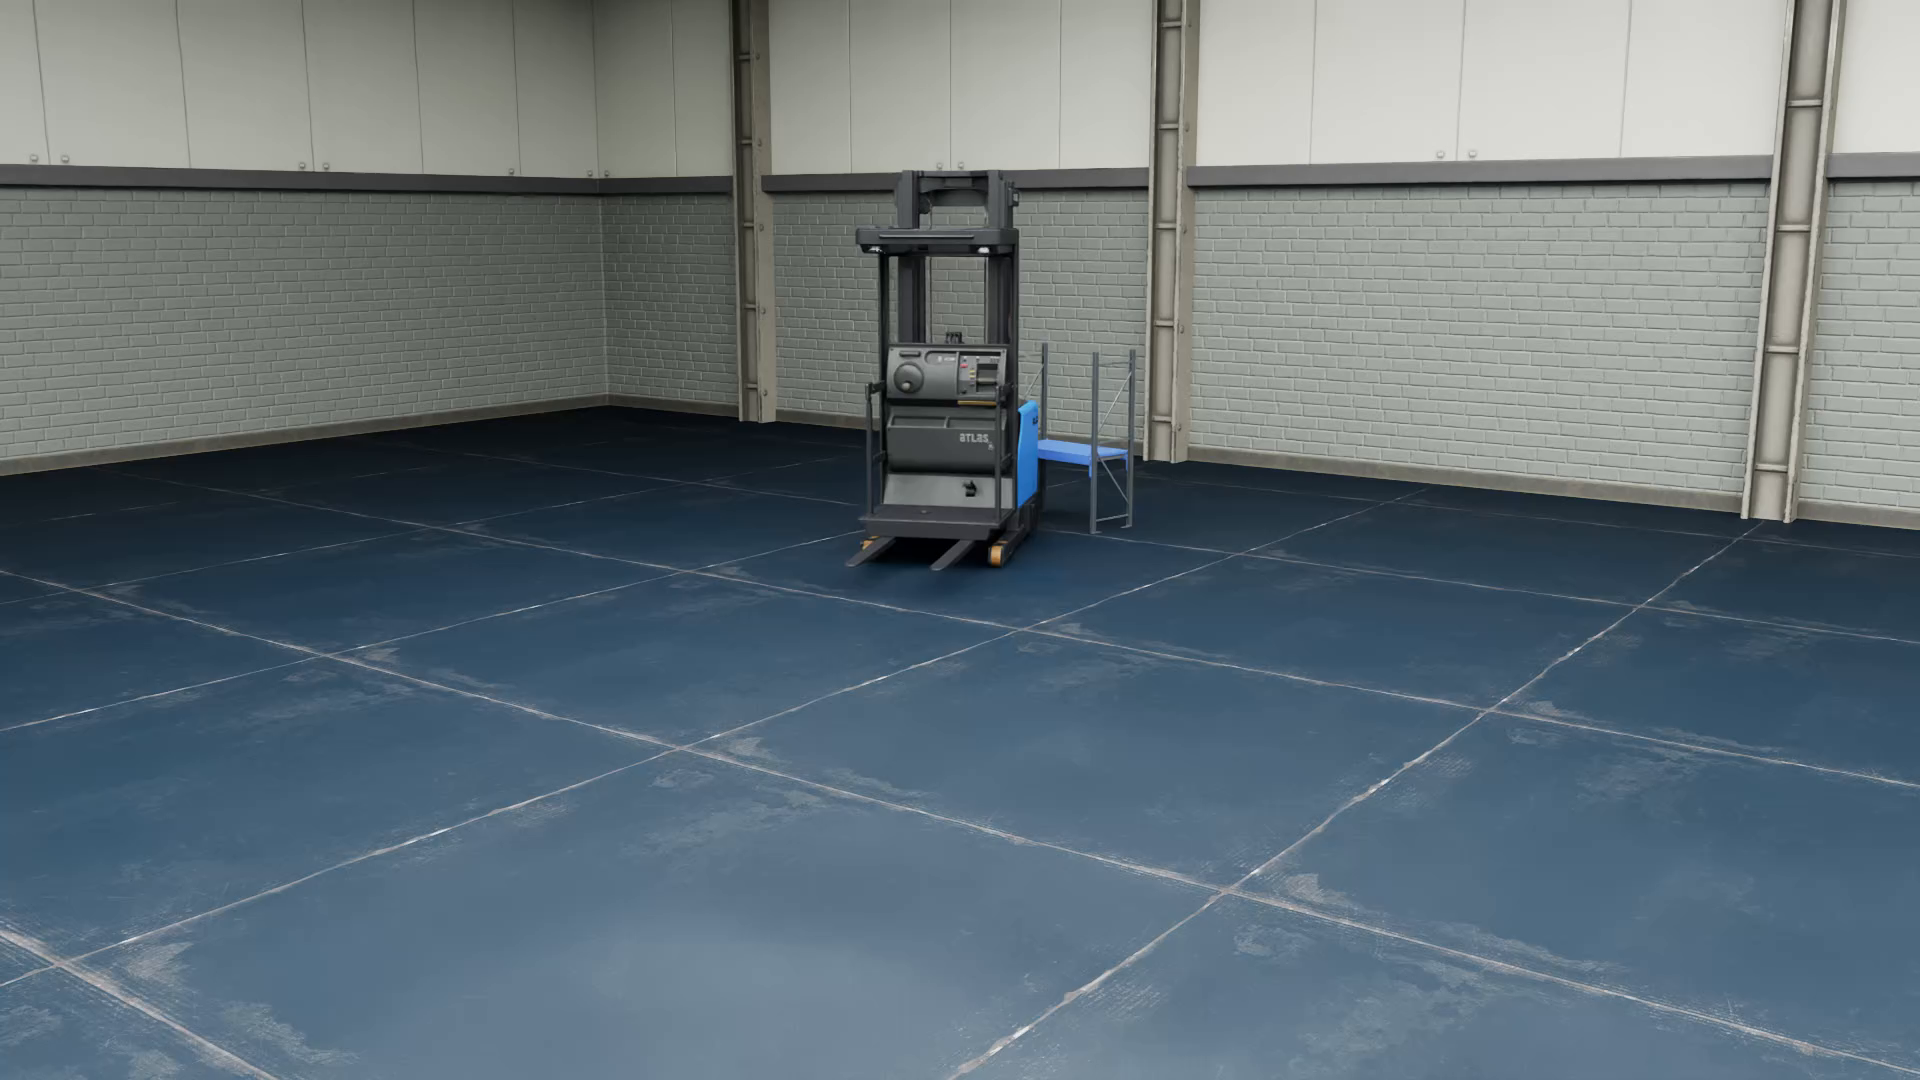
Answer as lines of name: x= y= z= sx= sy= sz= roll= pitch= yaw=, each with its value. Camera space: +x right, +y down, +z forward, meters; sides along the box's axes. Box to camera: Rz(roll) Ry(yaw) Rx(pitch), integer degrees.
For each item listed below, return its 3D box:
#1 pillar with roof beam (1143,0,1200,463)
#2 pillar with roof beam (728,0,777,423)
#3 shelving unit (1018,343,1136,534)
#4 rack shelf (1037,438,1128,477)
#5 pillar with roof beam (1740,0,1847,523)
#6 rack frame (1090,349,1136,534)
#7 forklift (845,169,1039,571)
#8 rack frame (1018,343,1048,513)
pillar with roof beam: x=-0.322 y=-4.626 z=13.748 sx=0.400 sy=9.000 sz=9.100 roll=8 pitch=13 yaw=36
pillar with roof beam: x=-5.158 y=-5.300 z=17.234 sx=0.400 sy=9.000 sz=9.100 roll=8 pitch=13 yaw=36
shelving unit: x=0.922 y=-0.890 z=14.182 sx=0.538 sy=1.500 sz=1.048 roll=-10 pitch=15 yaw=-42
rack shelf: x=0.922 y=-0.714 z=14.216 sx=0.538 sy=0.185 sz=1.000 roll=-10 pitch=15 yaw=-42
pillar with roof beam: x=4.514 y=-3.951 z=10.261 sx=0.400 sy=9.000 sz=9.100 roll=8 pitch=13 yaw=36
rack frame: x=1.270 y=-0.820 z=13.818 sx=0.500 sy=1.500 sz=0.032 roll=-10 pitch=15 yaw=-42
forklift: x=-0.144 y=-1.312 z=12.596 sx=1.130 sy=2.935 sz=3.031 roll=2 pitch=11 yaw=12
rack frame: x=0.575 y=-0.961 z=14.546 sx=0.500 sy=1.500 sz=0.032 roll=-10 pitch=15 yaw=-42
